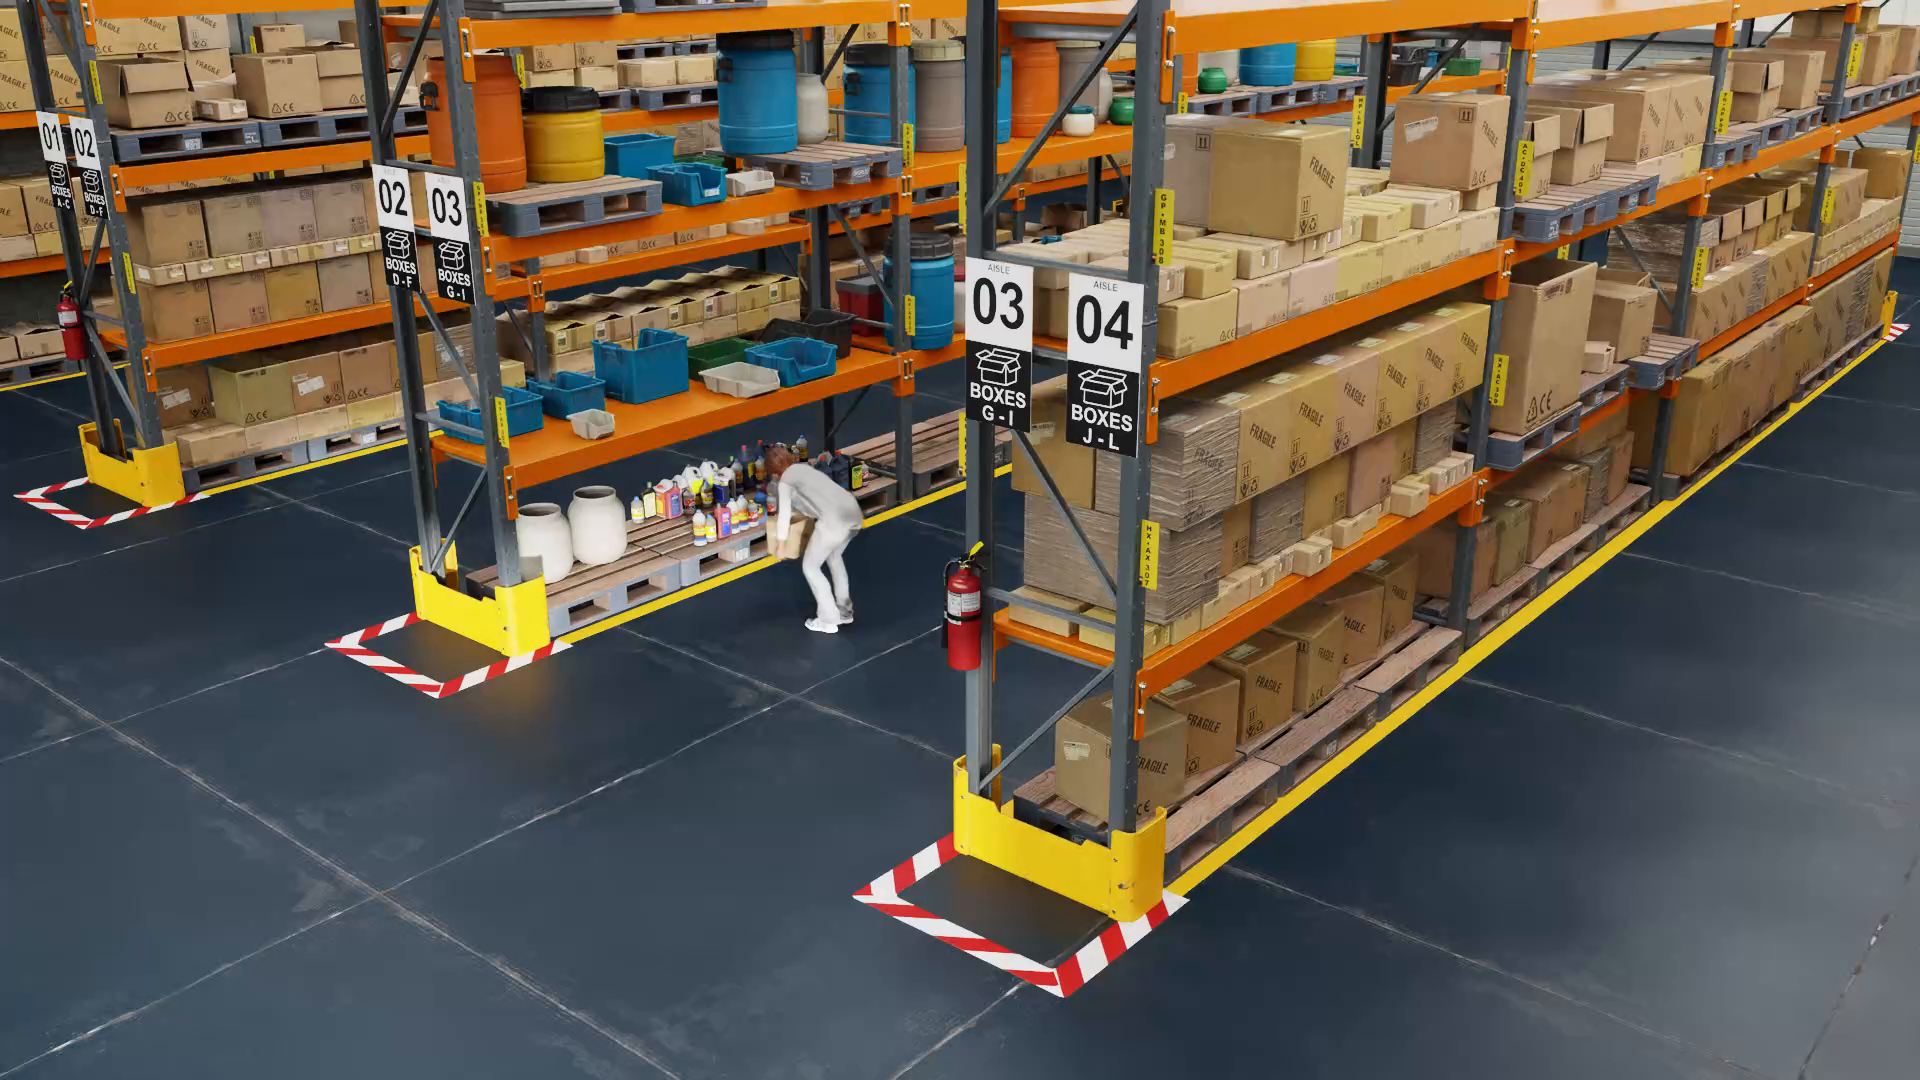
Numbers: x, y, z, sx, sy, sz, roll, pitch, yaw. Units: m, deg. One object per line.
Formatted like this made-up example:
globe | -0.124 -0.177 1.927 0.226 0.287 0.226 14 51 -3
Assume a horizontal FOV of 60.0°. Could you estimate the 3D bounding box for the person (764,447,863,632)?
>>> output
person | -1.037 -0.006 11.641 0.811 1.226 0.386 15 25 35
